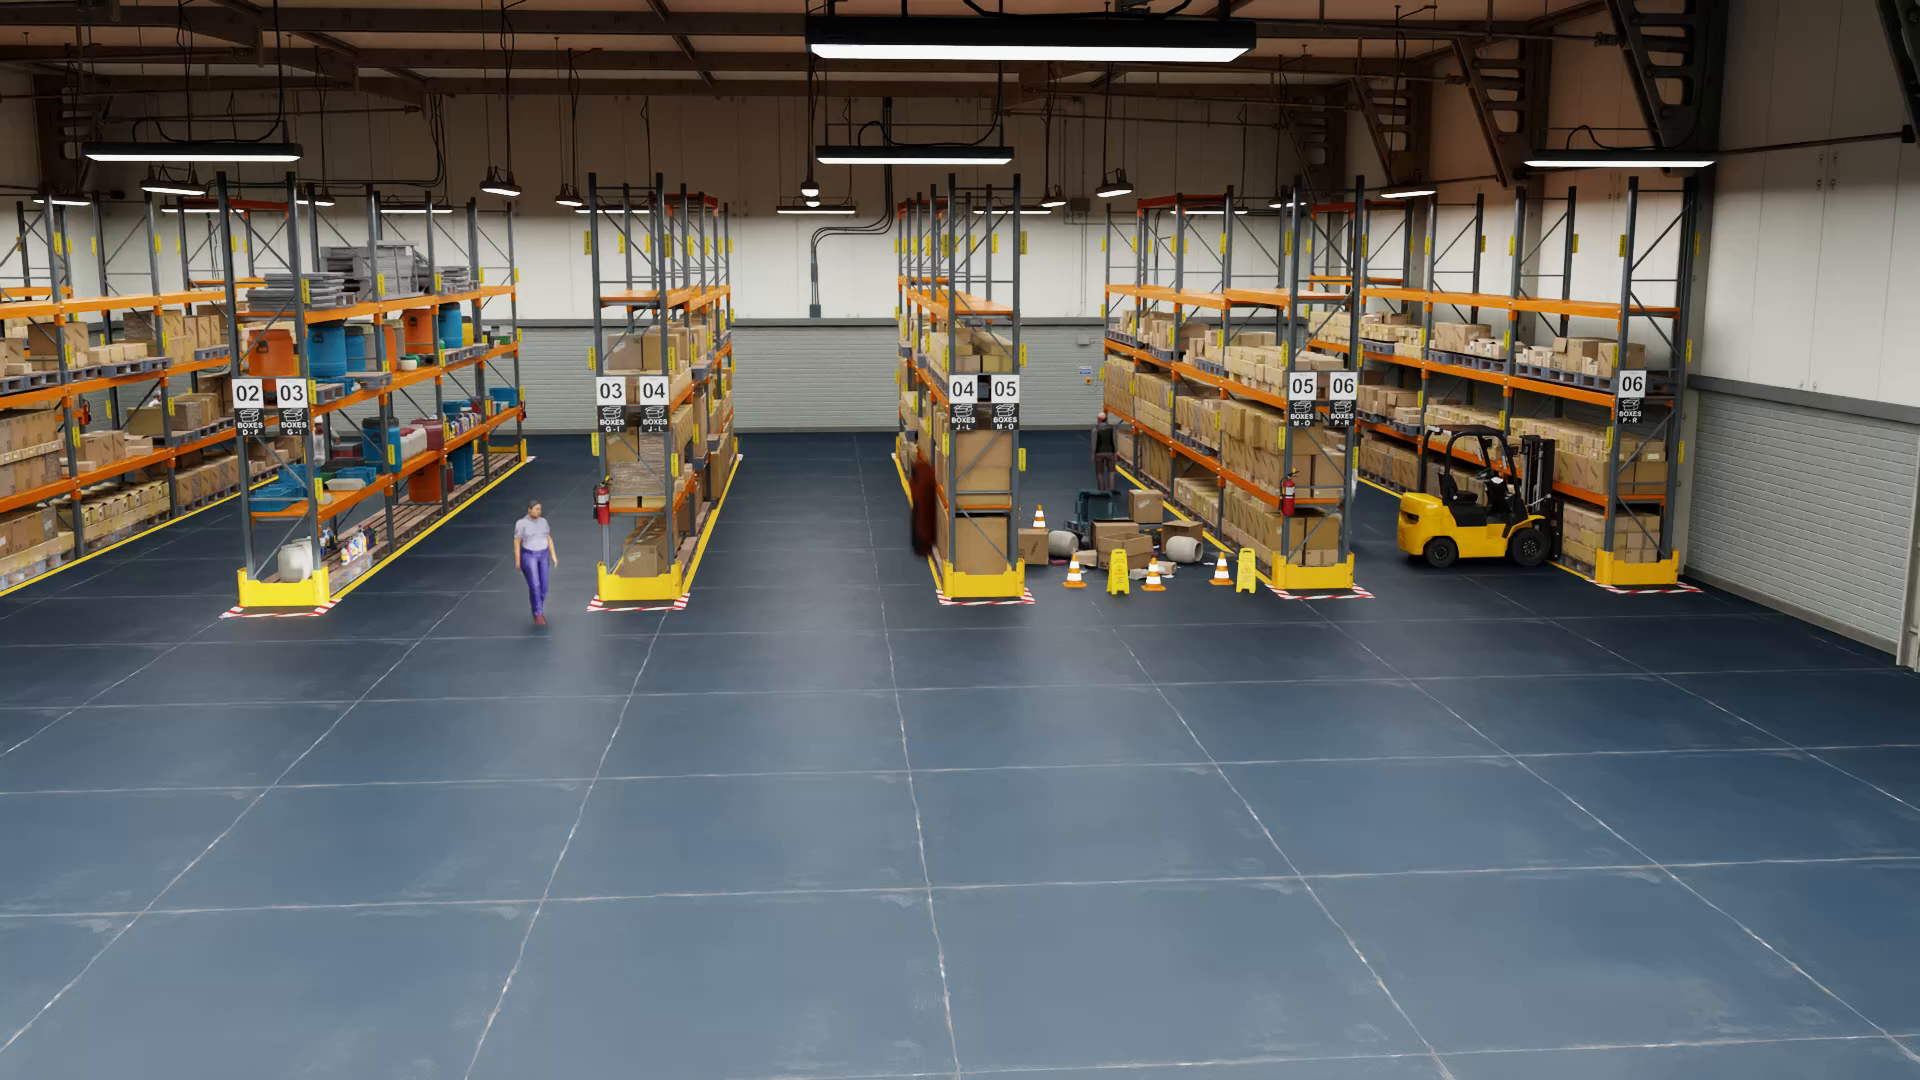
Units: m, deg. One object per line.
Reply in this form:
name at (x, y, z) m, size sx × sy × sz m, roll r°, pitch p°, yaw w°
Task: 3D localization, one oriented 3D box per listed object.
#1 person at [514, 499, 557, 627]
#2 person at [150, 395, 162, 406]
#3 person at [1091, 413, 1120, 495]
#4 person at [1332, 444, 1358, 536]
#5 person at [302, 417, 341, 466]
person at (-5.656, 0.294, 22.380) m, size 0.671 × 1.666 × 0.504 m, roll 10°, pitch 14°, yaw 44°
person at (-19.113, -2.771, 39.714) m, size 1.018 × 1.573 × 0.482 m, roll -3°, pitch 10°, yaw -16°
person at (2.920, -1.696, 33.378) m, size 0.585 × 1.719 × 0.503 m, roll -2°, pitch 10°, yaw -12°
person at (6.649, -0.844, 28.651) m, size 0.559 × 1.569 × 0.573 m, roll -4°, pitch 11°, yaw -22°
person at (-12.765, -1.686, 33.276) m, size 0.654 × 1.609 × 0.666 m, roll 1°, pitch 10°, yaw 3°
